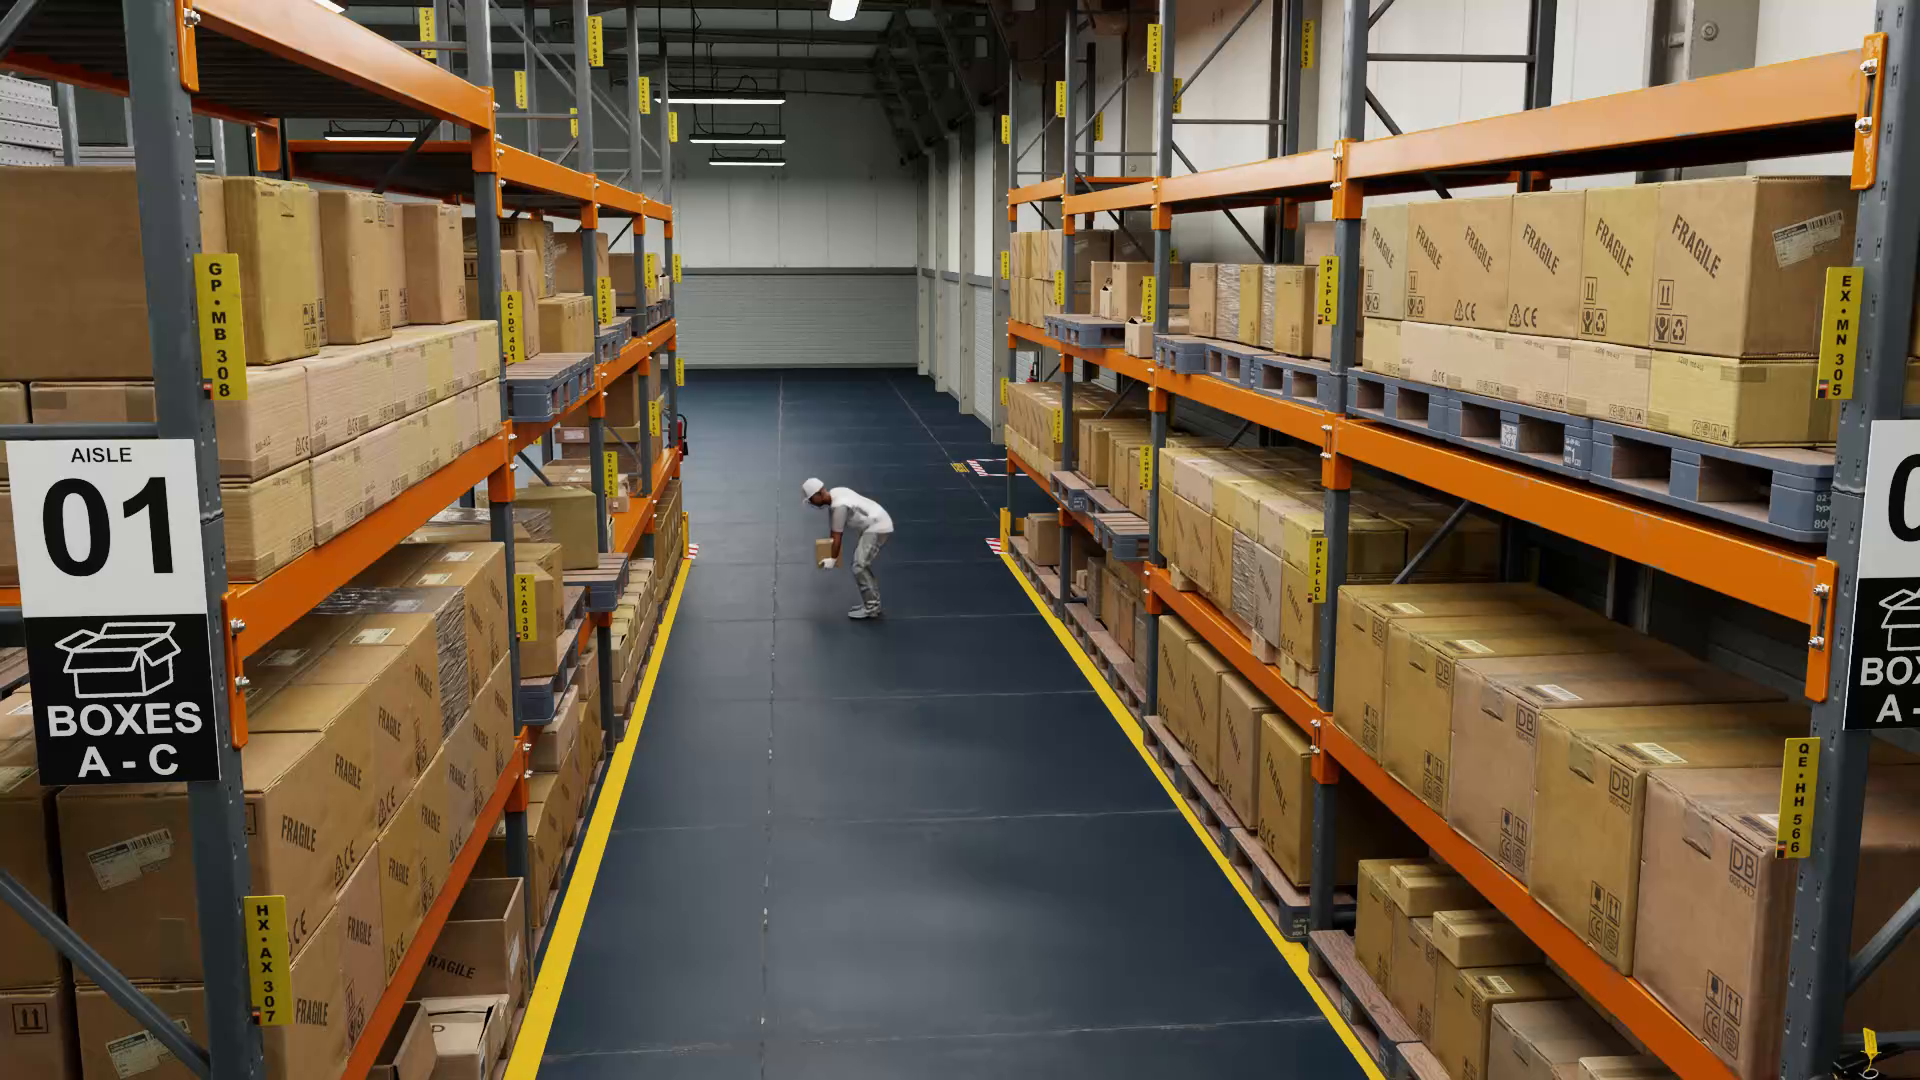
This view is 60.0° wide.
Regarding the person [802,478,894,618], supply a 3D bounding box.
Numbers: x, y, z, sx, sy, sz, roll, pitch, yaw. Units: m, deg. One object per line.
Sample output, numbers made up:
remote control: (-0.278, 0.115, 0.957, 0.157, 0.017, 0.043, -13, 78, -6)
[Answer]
person: (-1.111, 0.072, 16.547, 0.896, 1.397, 0.496, -1, 10, -8)
